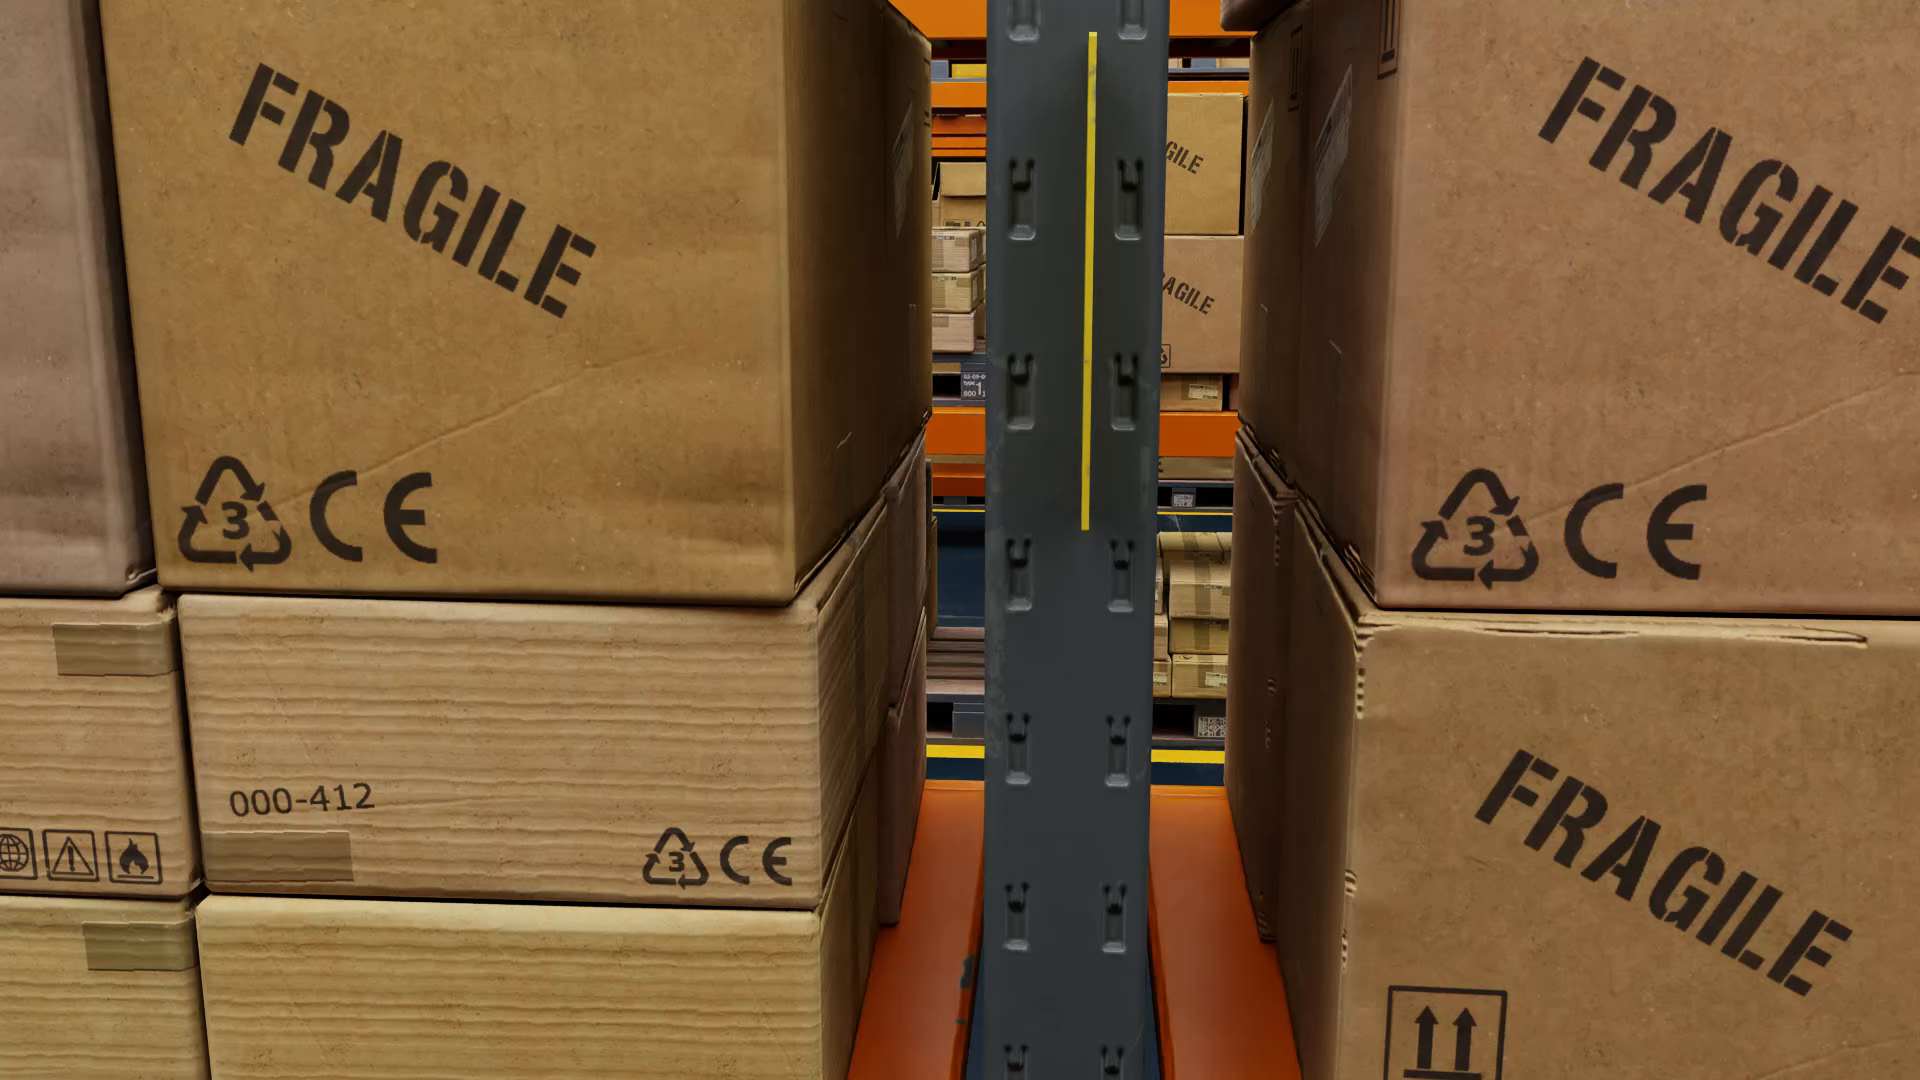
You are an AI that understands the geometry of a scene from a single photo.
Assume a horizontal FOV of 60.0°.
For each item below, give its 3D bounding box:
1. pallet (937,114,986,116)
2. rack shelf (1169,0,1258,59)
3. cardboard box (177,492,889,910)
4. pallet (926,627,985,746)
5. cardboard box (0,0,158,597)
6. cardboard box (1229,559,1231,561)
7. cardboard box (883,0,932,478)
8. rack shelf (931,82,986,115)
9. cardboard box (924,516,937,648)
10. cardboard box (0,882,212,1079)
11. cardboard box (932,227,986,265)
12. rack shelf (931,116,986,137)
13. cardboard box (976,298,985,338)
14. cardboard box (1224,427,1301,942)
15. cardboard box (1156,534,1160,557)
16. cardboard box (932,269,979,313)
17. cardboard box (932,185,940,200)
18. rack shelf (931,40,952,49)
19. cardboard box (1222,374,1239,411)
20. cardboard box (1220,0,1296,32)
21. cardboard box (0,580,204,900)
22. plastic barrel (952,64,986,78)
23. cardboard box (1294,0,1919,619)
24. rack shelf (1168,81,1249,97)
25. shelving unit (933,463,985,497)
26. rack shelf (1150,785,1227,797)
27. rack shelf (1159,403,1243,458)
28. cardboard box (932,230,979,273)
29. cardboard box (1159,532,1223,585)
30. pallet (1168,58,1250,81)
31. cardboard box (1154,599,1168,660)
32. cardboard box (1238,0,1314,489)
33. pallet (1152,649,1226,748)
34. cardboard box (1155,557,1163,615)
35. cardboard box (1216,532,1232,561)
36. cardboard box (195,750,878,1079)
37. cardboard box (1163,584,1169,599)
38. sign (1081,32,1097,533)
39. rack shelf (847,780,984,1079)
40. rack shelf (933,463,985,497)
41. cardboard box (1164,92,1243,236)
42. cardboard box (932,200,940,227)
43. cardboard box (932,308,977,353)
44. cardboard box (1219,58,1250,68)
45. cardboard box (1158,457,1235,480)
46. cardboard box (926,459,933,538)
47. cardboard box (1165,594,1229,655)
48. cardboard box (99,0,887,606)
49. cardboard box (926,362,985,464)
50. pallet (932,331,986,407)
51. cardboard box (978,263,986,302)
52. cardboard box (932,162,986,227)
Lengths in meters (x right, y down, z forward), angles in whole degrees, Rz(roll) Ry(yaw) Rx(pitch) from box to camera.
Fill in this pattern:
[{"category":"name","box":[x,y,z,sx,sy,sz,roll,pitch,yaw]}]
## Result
[{"category":"pallet","box":[0.319,-4.160,15.962,1.003,0.211,1.213,1,12,4]},{"category":"rack shelf","box":[2.340,-1.858,6.255,4.000,0.370,1.077,1,12,4]},{"category":"cardboard box","box":[-0.342,0.116,1.534,0.500,0.250,0.500,1,12,4]},{"category":"pallet","box":[-0.433,0.585,6.954,1.213,0.211,1.003,1,12,4]},{"category":"cardboard box","box":[-0.865,-0.255,1.477,0.500,0.500,0.500,1,12,5]},{"category":"cardboard box","box":[1.201,0.186,6.538,0.250,0.149,0.380,1,12,3]},{"category":"cardboard box","box":[-0.305,-0.360,1.975,0.500,0.500,0.500,1,12,4]},{"category":"rack shelf","box":[-1.219,-2.925,11.354,4.000,0.370,1.077,1,12,4]},{"category":"cardboard box","box":[-0.375,0.184,7.140,0.500,0.500,0.500,1,12,6]},{"category":"cardboard box","box":[-0.858,0.355,1.611,0.500,0.250,0.500,1,12,3]},{"category":"cardboard box","box":[-0.018,-1.242,7.016,0.250,0.149,0.380,1,12,7]},{"category":"rack shelf","box":[-0.888,-3.936,16.191,4.000,0.370,1.077,1,12,4]},{"category":"cardboard box","box":[-0.018,-0.951,7.077,0.250,0.149,0.380,0,12,1]},{"category":"cardboard box","box":[0.594,0.149,1.988,0.500,0.500,0.500,1,12,4]},{"category":"cardboard box","box":[0.717,0.081,7.038,0.250,0.149,0.380,1,12,5]},{"category":"cardboard box","box":[-0.066,-0.963,6.405,0.250,0.149,0.380,1,12,5]},{"category":"cardboard box","box":[-0.241,-5.365,25.740,0.500,0.250,0.500,1,12,3]},{"category":"rack shelf","box":[-1.651,-2.008,6.497,3.809,0.124,0.919,1,12,4]},{"category":"cardboard box","box":[1.137,-0.594,6.397,0.250,0.149,0.380,0,12,1]},{"category":"cardboard box","box":[0.443,-0.673,1.890,0.250,0.149,0.380,1,12,3]},{"category":"cardboard box","box":[-0.841,0.110,1.560,0.500,0.250,0.500,1,12,5]},{"category":"plastic barrel","box":[0.183,-4.530,15.786,0.600,0.588,0.600,0,12,0]},{"category":"cardboard box","box":[0.573,-0.239,1.398,0.500,0.500,0.500,1,12,4]},{"category":"rack shelf","box":[2.772,-2.870,11.093,4.000,0.370,1.077,1,12,4]},{"category":"shelving unit","box":[0.007,-0.550,10.152,1.048,1.125,0.538,1,12,4]},{"category":"rack shelf","box":[2.110,0.623,1.721,4.000,0.370,1.077,1,12,4]},{"category":"rack shelf","box":[2.506,-1.610,8.795,4.006,1.845,5.958,1,12,4]},{"category":"cardboard box","box":[-0.069,-1.109,6.377,0.250,0.149,0.380,1,12,6]},{"category":"cardboard box","box":[0.974,0.077,7.060,0.250,0.149,0.380,1,12,4]},{"category":"pallet","box":[1.592,-3.193,11.095,1.213,0.211,1.003,1,12,4]},{"category":"cardboard box","box":[0.685,0.345,6.502,0.250,0.149,0.380,1,12,6]},{"category":"cardboard box","box":[0.604,-0.345,1.905,0.500,0.500,0.500,1,12,3]},{"category":"pallet","box":[1.017,0.598,6.896,1.213,0.211,1.003,1,12,4]},{"category":"cardboard box","box":[0.674,0.176,6.583,0.250,0.149,0.380,1,12,6]},{"category":"cardboard box","box":[1.223,0.078,7.051,0.250,0.149,0.380,1,12,3]},{"category":"cardboard box","box":[-0.350,0.362,1.577,0.500,0.250,0.500,1,12,2]},{"category":"cardboard box","box":[0.951,0.216,7.122,0.250,0.149,0.380,0,12,1]},{"category":"sign","box":[0.088,-0.174,1.137,0.005,0.325,0.100,1,12,4]},{"category":"rack shelf","box":[-1.881,0.568,1.983,4.000,0.370,1.077,1,12,4]},{"category":"rack shelf","box":[0.007,-0.311,10.203,1.000,0.278,0.538,1,12,4]},{"category":"cardboard box","box":[0.778,-1.397,6.209,0.500,0.500,0.500,1,12,5]},{"category":"cardboard box","box":[-0.325,-4.071,21.133,0.500,0.500,0.700,-2,12,-11]},{"category":"cardboard box","box":[-0.065,-0.817,6.435,0.250,0.149,0.380,1,12,2]},{"category":"cardboard box","box":[3.428,-5.795,20.635,0.500,0.500,0.700,1,12,4]},{"category":"cardboard box","box":[1.430,-0.921,11.510,0.875,0.875,0.875,1,12,4]},{"category":"cardboard box","box":[-0.375,-0.182,7.062,0.500,0.250,0.500,0,12,1]},{"category":"cardboard box","box":[0.943,0.330,6.573,0.250,0.149,0.380,1,12,4]},{"category":"cardboard box","box":[-0.348,-0.250,1.450,0.500,0.500,0.500,1,12,6]},{"category":"cardboard box","box":[0.137,-0.951,11.654,0.875,0.875,1.225,1,12,4]},{"category":"pallet","box":[-0.409,-0.716,6.831,1.213,0.211,1.003,1,12,4]},{"category":"cardboard box","box":[-0.018,-1.097,7.047,0.250,0.149,0.380,1,12,5]},{"category":"cardboard box","box":[0.139,-2.328,11.378,0.637,0.503,0.797,0,12,2]}]
